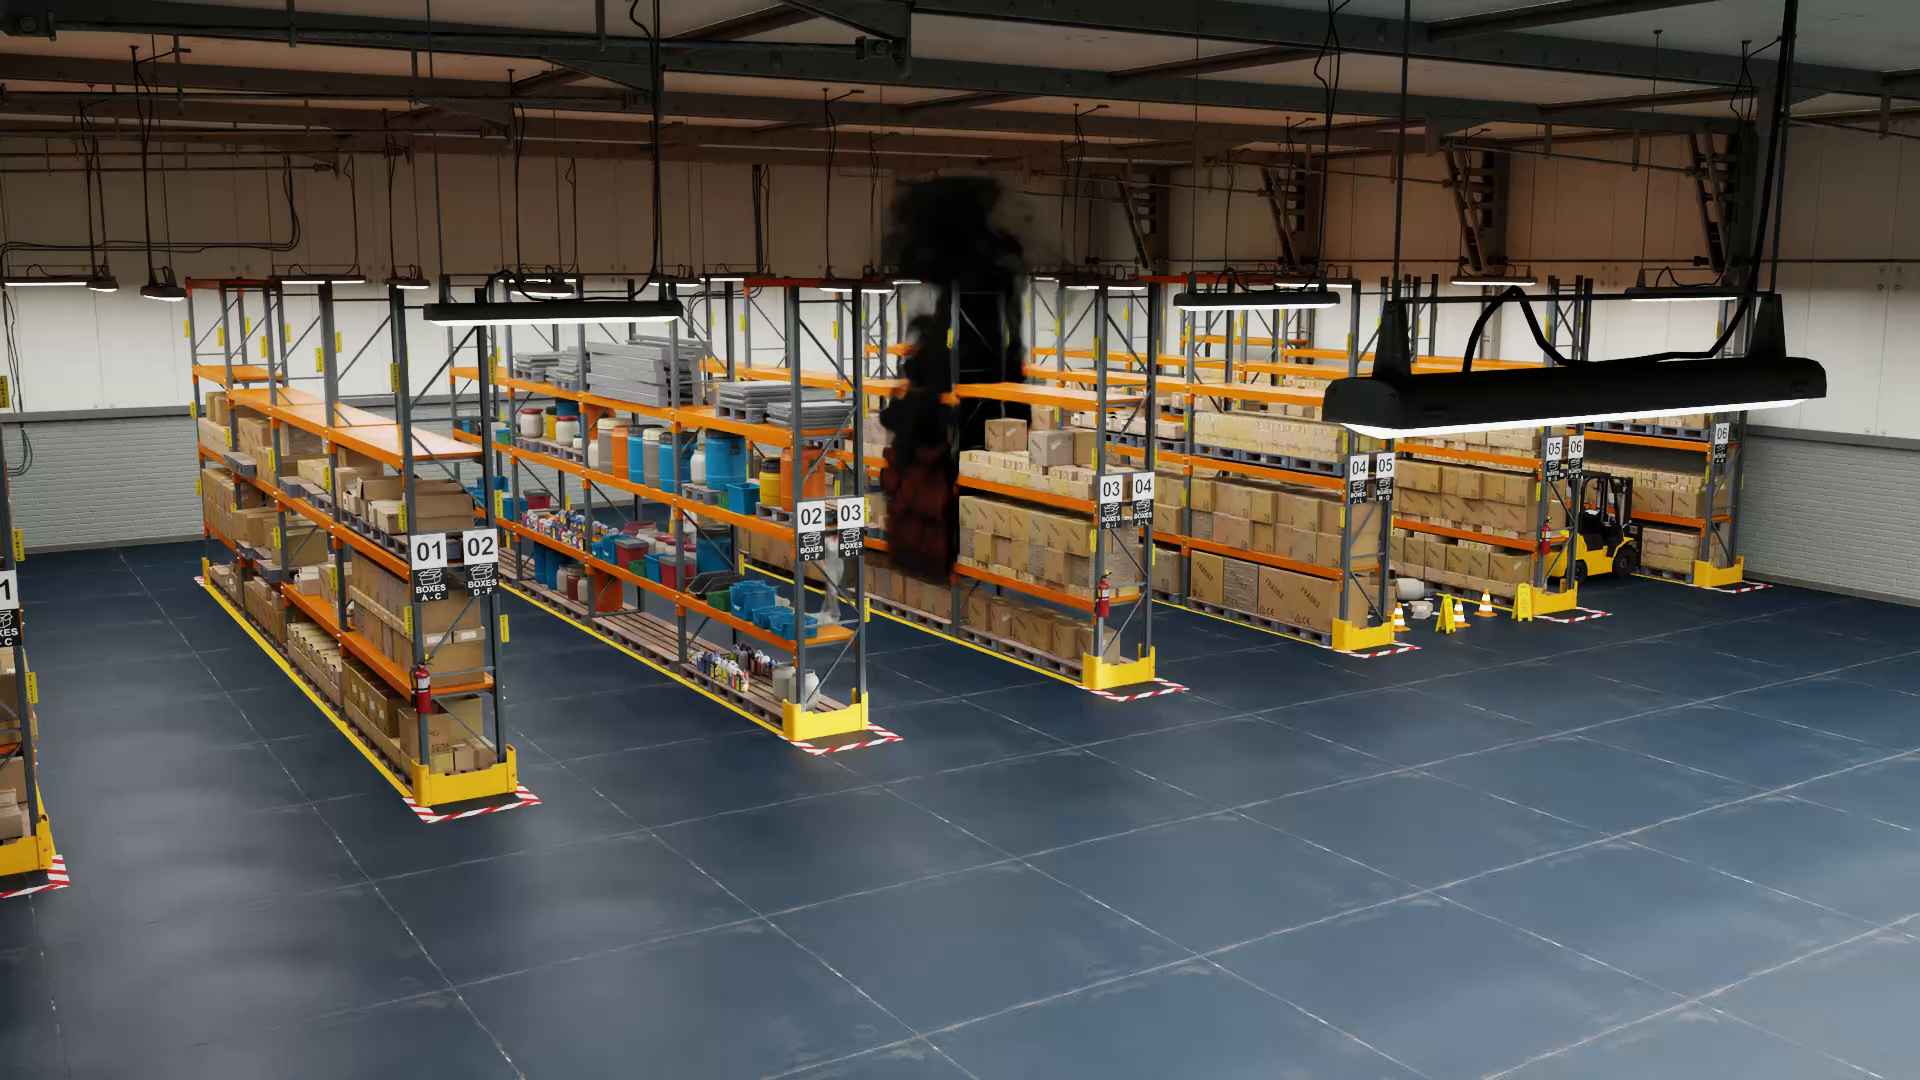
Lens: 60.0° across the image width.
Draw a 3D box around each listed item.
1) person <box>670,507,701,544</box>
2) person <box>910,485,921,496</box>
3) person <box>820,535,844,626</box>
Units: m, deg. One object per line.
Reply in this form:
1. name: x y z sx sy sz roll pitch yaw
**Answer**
1. person: -5.316 -0.165 32.308 0.671 1.766 0.821 -9 13 -43
2. person: -1.112 -1.771 42.950 0.968 1.787 0.647 -6 11 -33
3. person: -2.106 0.573 27.959 0.539 1.768 0.729 -7 12 -35
